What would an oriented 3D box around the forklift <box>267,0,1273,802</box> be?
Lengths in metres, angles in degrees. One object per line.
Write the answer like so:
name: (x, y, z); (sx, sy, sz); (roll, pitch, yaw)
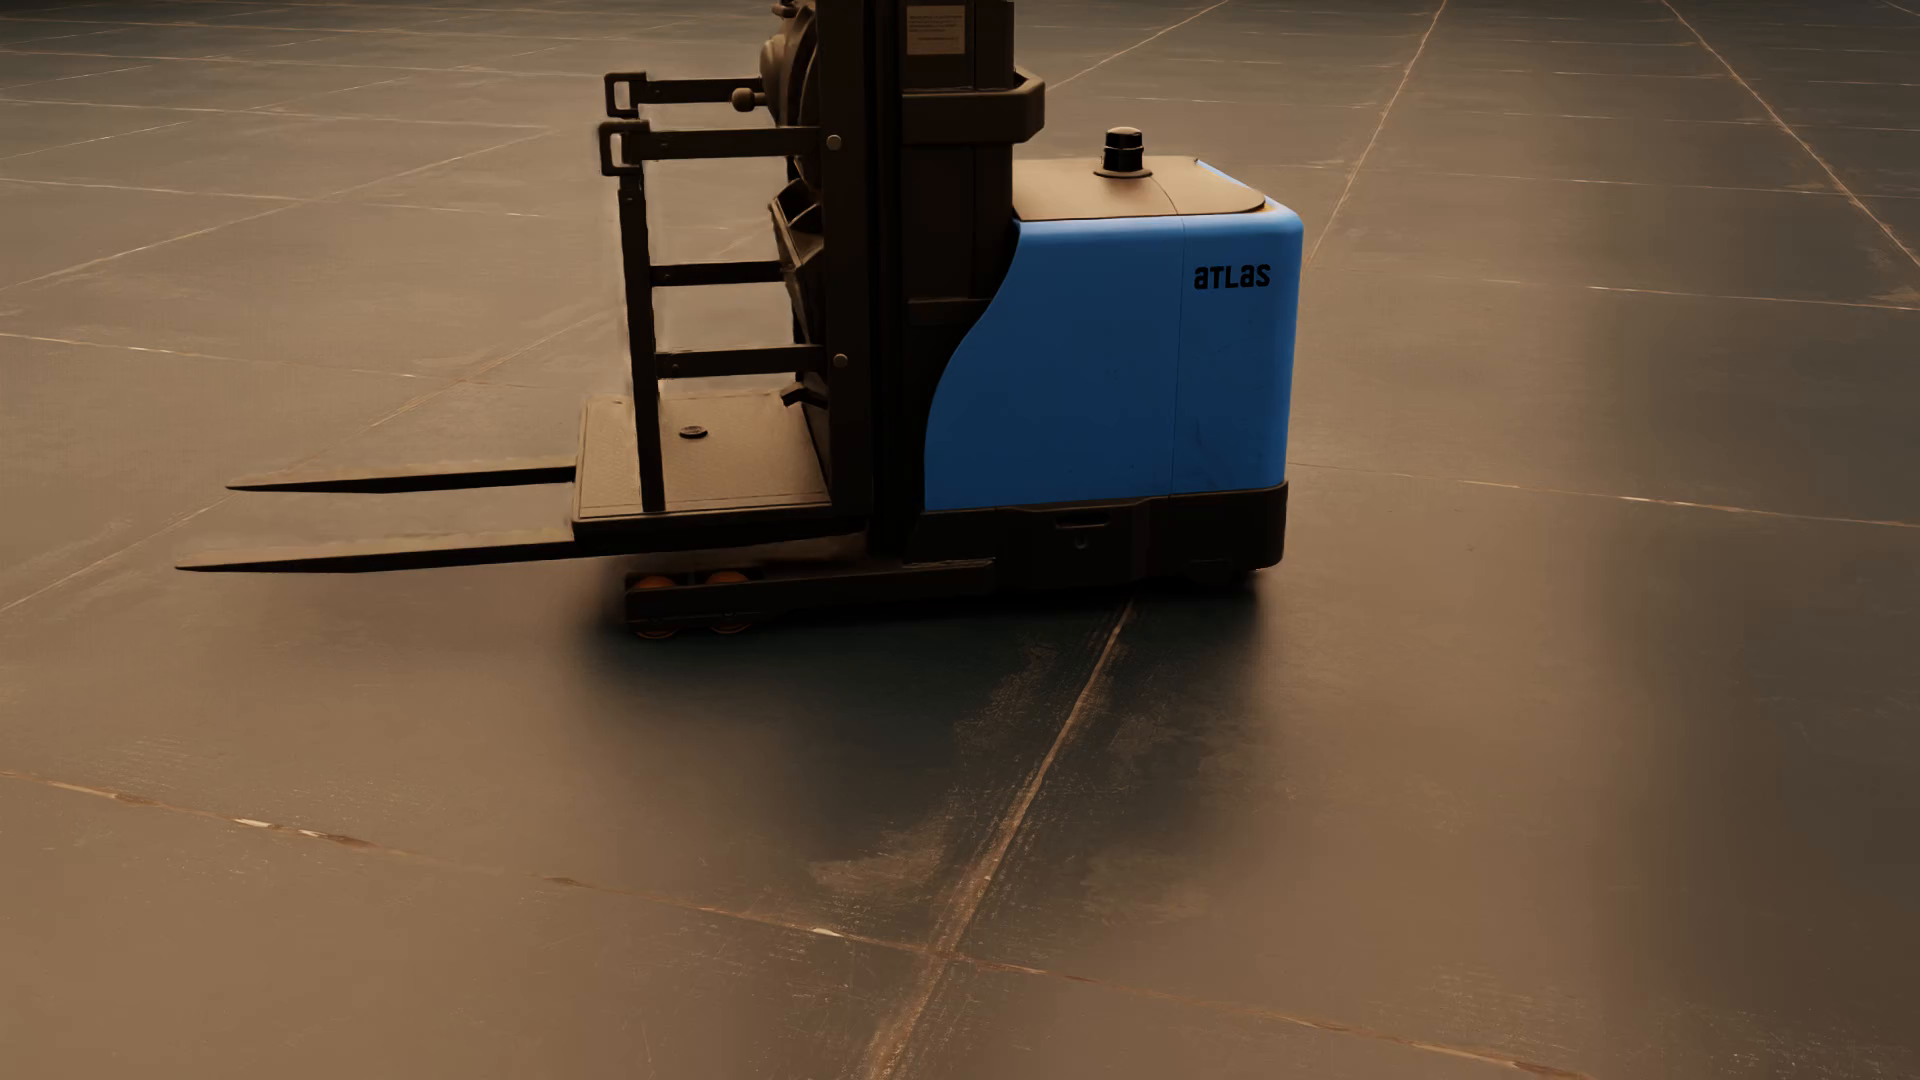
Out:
forklift: (-0.336, -1.167, 4.106); (1.130, 2.935, 3.031); (17, 28, 35)
